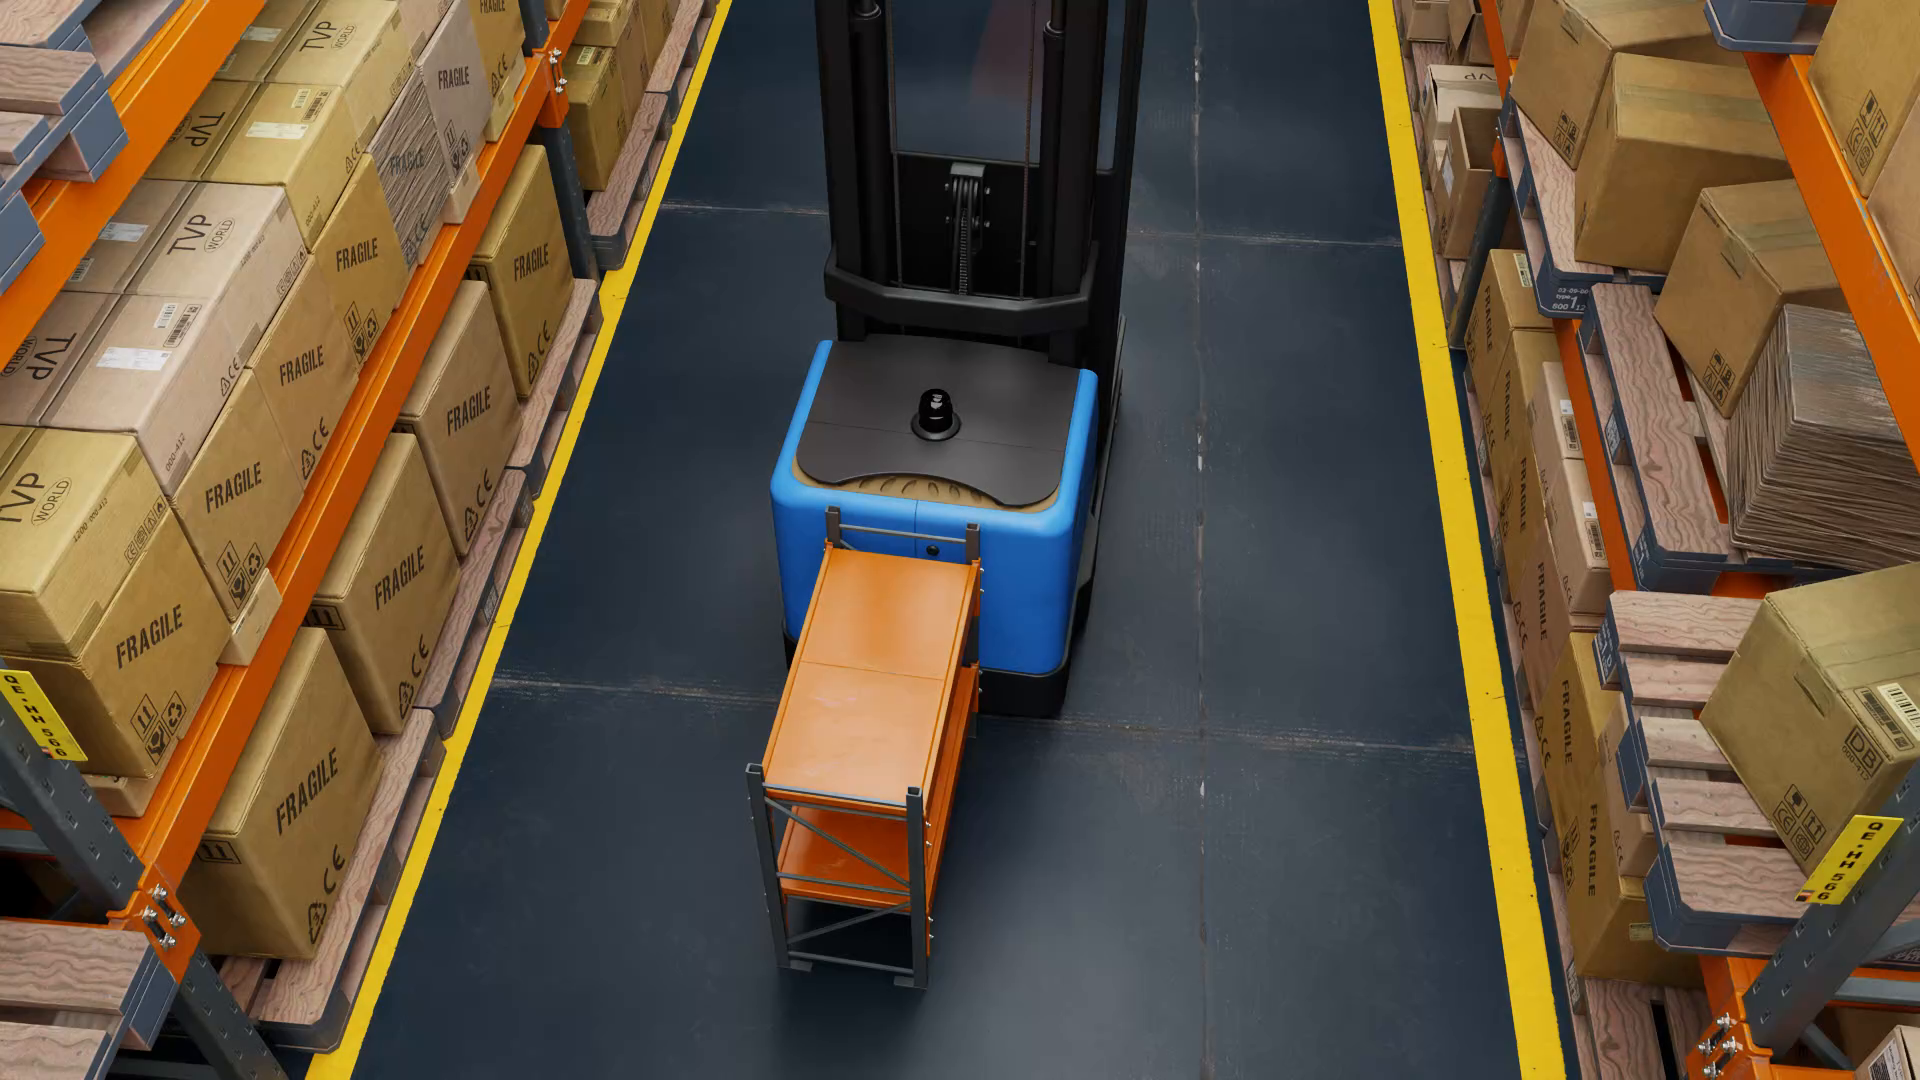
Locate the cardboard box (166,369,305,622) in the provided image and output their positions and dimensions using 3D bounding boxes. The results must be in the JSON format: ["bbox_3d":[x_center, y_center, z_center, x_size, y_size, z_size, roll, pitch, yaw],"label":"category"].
[{"bbox_3d":[-2.214,-0.142,4.591,0.500,0.500,0.500,5,48,5],"label":"cardboard box"}]

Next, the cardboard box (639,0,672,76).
[{"bbox_3d":[-1.937,-2.804,8.717,0.700,0.500,0.500,5,48,4],"label":"cardboard box"}]

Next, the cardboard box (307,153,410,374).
[{"bbox_3d":[-2.128,-0.890,5.274,0.500,0.500,0.500,5,48,5],"label":"cardboard box"}]

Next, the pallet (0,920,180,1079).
[{"bbox_3d":[-2.529,1.318,3.668,1.213,0.211,1.003,4,48,4],"label":"pallet"}]

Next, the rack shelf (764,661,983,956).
[{"bbox_3d":[-0.268,0.843,5.574,0.538,0.278,1.000,7,48,6],"label":"rack shelf"}]

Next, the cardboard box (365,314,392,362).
[{"bbox_3d":[-2.150,-0.746,5.583,0.380,0.149,0.250,5,48,5],"label":"cardboard box"}]

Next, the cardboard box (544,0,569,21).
[{"bbox_3d":[-2.140,-2.716,7.024,0.980,0.700,0.700,5,48,4],"label":"cardboard box"}]

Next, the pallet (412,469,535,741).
[{"bbox_3d":[-2.310,0.195,6.454,1.003,0.211,1.213,4,48,4],"label":"pallet"}]

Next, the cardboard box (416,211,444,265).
[{"bbox_3d":[-2.076,-1.124,5.928,0.380,0.149,0.250,4,48,4],"label":"cardboard box"}]

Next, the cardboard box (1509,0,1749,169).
[{"bbox_3d":[2.462,-1.729,5.972,0.700,0.500,0.500,-11,48,-10],"label":"cardboard box"}]

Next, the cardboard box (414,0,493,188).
[{"bbox_3d":[-2.033,-1.626,5.948,0.500,0.500,0.500,4,48,4],"label":"cardboard box"}]

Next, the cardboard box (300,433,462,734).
[{"bbox_3d":[-2.286,0.131,5.795,0.750,0.750,0.750,4,48,3],"label":"cardboard box"}]

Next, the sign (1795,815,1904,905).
[{"bbox_3d":[1.822,0.659,3.409,0.100,0.325,0.005,4,48,4],"label":"sign"}]

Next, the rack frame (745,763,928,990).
[{"bbox_3d":[-0.353,1.048,5.055,0.500,1.125,0.032,7,48,6],"label":"rack frame"}]

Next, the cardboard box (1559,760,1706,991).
[{"bbox_3d":[2.215,1.045,5.183,0.500,0.500,0.500,6,48,5],"label":"cardboard box"}]

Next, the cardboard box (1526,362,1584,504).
[{"bbox_3d":[2.350,-0.371,5.970,0.500,0.250,0.500,4,48,4],"label":"cardboard box"}]

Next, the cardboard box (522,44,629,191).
[{"bbox_3d":[-2.035,-2.058,8.035,0.700,0.500,0.500,4,48,4],"label":"cardboard box"}]

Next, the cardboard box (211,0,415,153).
[{"bbox_3d":[-2.096,-1.501,5.325,0.500,0.250,0.500,5,48,4],"label":"cardboard box"}]

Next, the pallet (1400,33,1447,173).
[{"bbox_3d":[2.900,-2.349,8.781,1.003,0.211,1.213,4,48,4],"label":"pallet"}]

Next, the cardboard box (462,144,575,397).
[{"bbox_3d":[-2.135,-1.147,6.964,0.750,0.750,0.750,4,48,4],"label":"cardboard box"}]

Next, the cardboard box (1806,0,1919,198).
[{"bbox_3d":[2.463,-1.073,3.624,0.910,0.500,0.500,4,48,4],"label":"cardboard box"}]

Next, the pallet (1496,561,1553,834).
[{"bbox_3d":[2.583,0.554,6.126,1.003,0.211,1.213,4,48,4],"label":"pallet"}]

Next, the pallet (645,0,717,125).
[{"bbox_3d":[-1.950,-2.728,9.128,1.003,0.211,1.213,4,48,4],"label":"pallet"}]

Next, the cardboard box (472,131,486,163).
[{"bbox_3d":[-2.023,-1.497,6.269,0.380,0.149,0.250,5,48,5],"label":"cardboard box"}]

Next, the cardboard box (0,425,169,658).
[{"bbox_3d":[-2.269,-0.009,3.960,0.500,0.250,0.500,5,48,4],"label":"cardboard box"}]

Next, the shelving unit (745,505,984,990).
[{"bbox_3d":[-0.268,0.678,5.393,0.538,1.125,1.048,7,48,6],"label":"shelving unit"}]

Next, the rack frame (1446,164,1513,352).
[{"bbox_3d":[2.728,-1.887,6.469,1.000,3.000,0.127,4,48,4],"label":"rack frame"}]

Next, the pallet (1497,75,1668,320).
[{"bbox_3d":[2.546,-1.242,6.009,1.003,0.211,1.213,4,48,4],"label":"pallet"}]

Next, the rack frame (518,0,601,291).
[{"bbox_3d":[-2.206,-2.217,6.771,1.000,3.000,0.127,4,48,4],"label":"rack frame"}]

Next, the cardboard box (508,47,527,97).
[{"bbox_3d":[-1.955,-1.871,6.612,0.380,0.149,0.250,4,48,4],"label":"cardboard box"}]

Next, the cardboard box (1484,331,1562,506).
[{"bbox_3d":[2.403,-0.460,6.559,0.500,0.500,0.500,4,48,4],"label":"cardboard box"}]

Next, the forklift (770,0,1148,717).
[{"bbox_3d":[0.106,-1.447,6.113,1.130,2.935,3.031,7,48,7],"label":"forklift"}]

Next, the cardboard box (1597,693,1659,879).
[{"bbox_3d":[2.216,0.750,4.945,0.500,0.250,0.500,6,48,5],"label":"cardboard box"}]

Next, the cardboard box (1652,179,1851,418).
[{"bbox_3d":[2.628,-0.760,5.086,0.700,0.500,0.500,-7,48,-6],"label":"cardboard box"}]

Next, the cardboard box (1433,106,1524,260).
[{"bbox_3d":[2.497,-1.629,7.629,0.500,0.500,0.500,4,48,4],"label":"cardboard box"}]

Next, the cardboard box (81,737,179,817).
[{"bbox_3d":[-2.310,0.574,4.375,0.380,0.149,0.250,3,48,3],"label":"cardboard box"}]

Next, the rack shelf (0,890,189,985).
[{"bbox_3d":[-2.753,2.435,3.004,1.077,0.370,4.000,4,48,4],"label":"rack shelf"}]

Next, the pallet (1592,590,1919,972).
[{"bbox_3d":[2.355,0.615,4.311,1.213,0.211,1.003,4,48,4],"label":"pallet"}]

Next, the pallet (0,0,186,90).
[{"bbox_3d":[-2.465,-1.525,4.233,1.003,0.211,1.213,6,48,5],"label":"pallet"}]

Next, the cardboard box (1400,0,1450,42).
[{"bbox_3d":[2.669,-2.931,8.989,0.500,0.250,0.500,4,48,4],"label":"cardboard box"}]

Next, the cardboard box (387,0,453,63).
[{"bbox_3d":[-2.050,-1.875,5.667,0.500,0.250,0.500,5,48,4],"label":"cardboard box"}]

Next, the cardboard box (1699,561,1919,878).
[{"bbox_3d":[2.308,0.407,4.019,0.700,0.500,0.500,-11,48,-10],"label":"cardboard box"}]

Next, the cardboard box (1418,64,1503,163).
[{"bbox_3d":[2.566,-2.116,8.203,0.500,0.311,0.500,4,48,4],"label":"cardboard box"}]

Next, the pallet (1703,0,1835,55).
[{"bbox_3d":[2.507,-1.599,4.300,1.213,0.211,1.003,4,48,4],"label":"pallet"}]

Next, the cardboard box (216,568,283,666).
[{"bbox_3d":[-2.169,0.200,4.717,0.380,0.149,0.250,5,48,5],"label":"cardboard box"}]

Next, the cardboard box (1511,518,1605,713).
[{"bbox_3d":[2.304,0.279,5.884,0.500,0.500,0.500,2,48,2],"label":"cardboard box"}]

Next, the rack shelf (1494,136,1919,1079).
[{"bbox_3d":[2.545,-0.174,5.390,1.077,0.370,4.000,4,48,4],"label":"rack shelf"}]

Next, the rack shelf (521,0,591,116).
[{"bbox_3d":[-2.023,-3.444,8.380,1.077,0.370,4.000,4,48,4],"label":"rack shelf"}]
